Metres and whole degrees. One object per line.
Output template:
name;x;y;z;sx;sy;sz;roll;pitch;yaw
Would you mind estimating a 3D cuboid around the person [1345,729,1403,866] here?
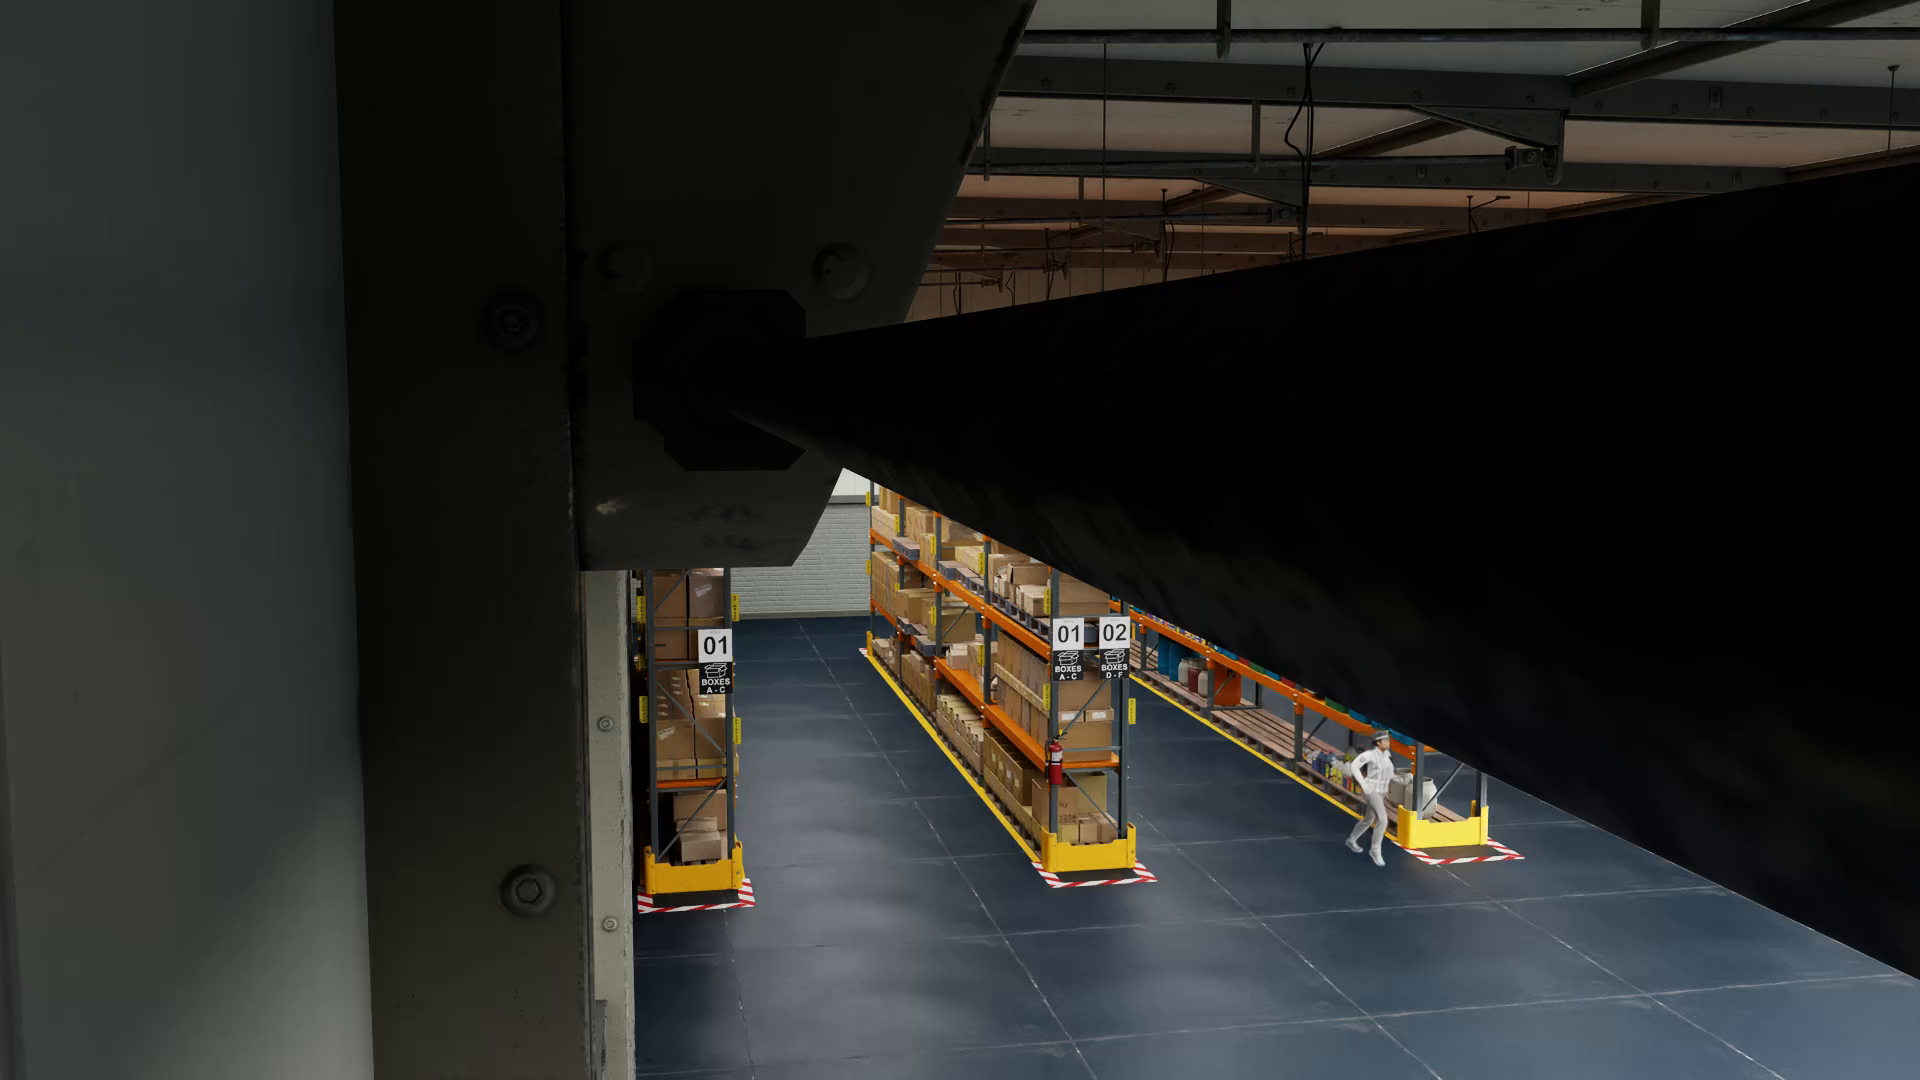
person;5.342;3.282;21.448;0.605;1.726;0.752;-6;8;-44
